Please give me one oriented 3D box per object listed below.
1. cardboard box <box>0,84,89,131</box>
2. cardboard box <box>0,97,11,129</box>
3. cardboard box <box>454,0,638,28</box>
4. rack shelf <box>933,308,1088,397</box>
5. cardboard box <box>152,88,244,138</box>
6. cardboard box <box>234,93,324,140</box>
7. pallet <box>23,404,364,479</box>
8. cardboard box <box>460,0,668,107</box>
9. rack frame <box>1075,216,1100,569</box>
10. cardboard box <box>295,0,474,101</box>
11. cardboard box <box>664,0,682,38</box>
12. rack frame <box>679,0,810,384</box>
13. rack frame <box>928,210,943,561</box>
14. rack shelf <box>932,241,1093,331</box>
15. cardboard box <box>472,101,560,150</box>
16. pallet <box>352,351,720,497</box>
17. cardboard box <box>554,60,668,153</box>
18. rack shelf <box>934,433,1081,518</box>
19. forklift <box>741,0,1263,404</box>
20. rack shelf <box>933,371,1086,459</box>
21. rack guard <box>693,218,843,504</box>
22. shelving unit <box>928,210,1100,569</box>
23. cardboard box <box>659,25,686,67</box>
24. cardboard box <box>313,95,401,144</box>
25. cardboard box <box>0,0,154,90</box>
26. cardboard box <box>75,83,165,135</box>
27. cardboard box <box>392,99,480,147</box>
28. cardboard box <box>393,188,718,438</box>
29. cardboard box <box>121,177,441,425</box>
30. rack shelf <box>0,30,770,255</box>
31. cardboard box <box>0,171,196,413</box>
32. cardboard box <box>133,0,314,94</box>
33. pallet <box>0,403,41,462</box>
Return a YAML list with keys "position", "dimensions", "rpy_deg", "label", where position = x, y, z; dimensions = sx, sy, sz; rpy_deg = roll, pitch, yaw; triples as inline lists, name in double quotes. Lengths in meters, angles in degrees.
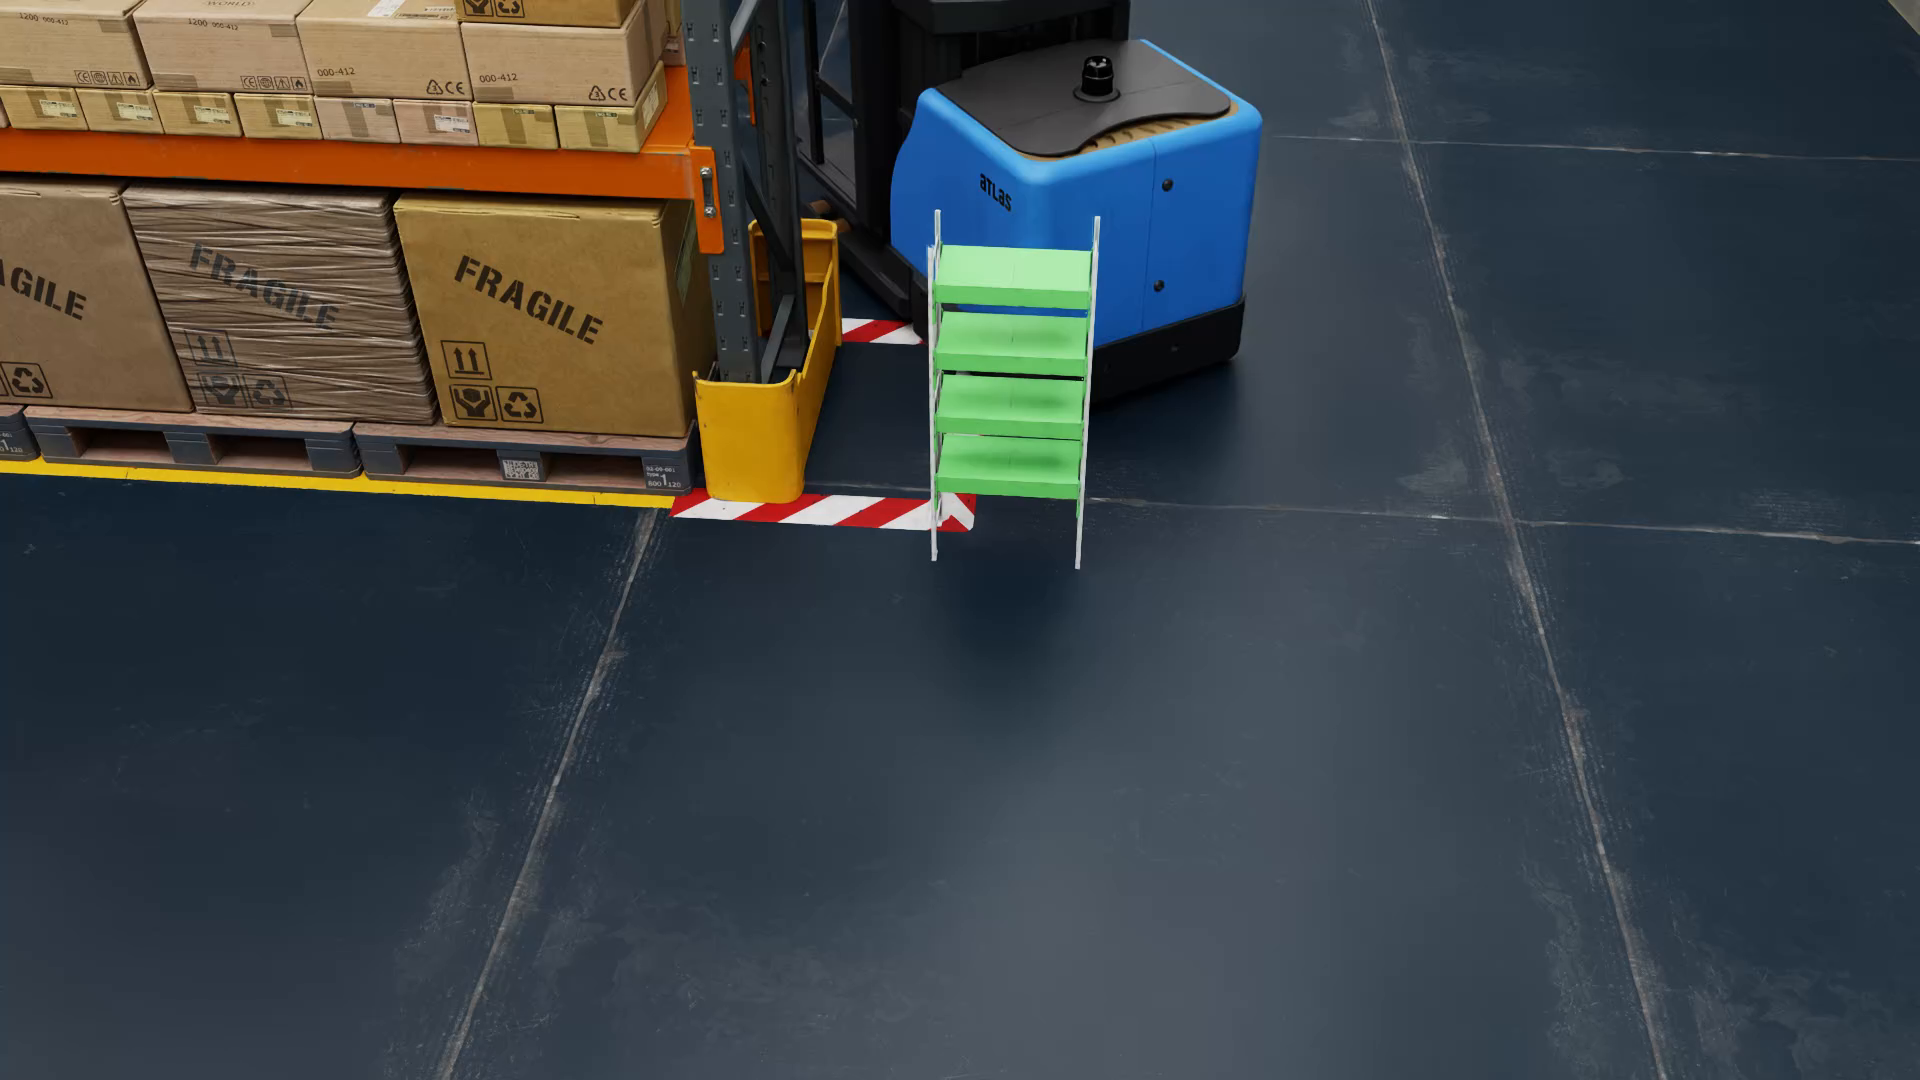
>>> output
- position: [-2.883, -1.478, 5.389]
  dimensions: [0.250, 0.149, 0.380]
  rpy_deg: [2, 39, 3]
  label: "cardboard box"
- position: [-3.144, -1.492, 5.405]
  dimensions: [0.250, 0.149, 0.380]
  rpy_deg: [4, 39, 4]
  label: "cardboard box"
- position: [-1.225, -1.876, 4.968]
  dimensions: [0.500, 0.500, 0.500]
  rpy_deg: [4, 39, 4]
  label: "cardboard box"
- position: [0.165, -0.593, 5.249]
  dimensions: [0.480, 0.148, 0.258]
  rpy_deg: [3, 39, 4]
  label: "rack shelf"
- position: [-2.376, -1.450, 5.354]
  dimensions: [0.250, 0.149, 0.380]
  rpy_deg: [3, 39, 4]
  label: "cardboard box"
- position: [-2.118, -1.436, 5.337]
  dimensions: [0.250, 0.149, 0.380]
  rpy_deg: [2, 39, 3]
  label: "cardboard box"
- position: [-2.732, -0.648, 6.378]
  dimensions: [1.213, 0.211, 1.003]
  rpy_deg: [3, 39, 4]
  label: "pallet"
- position: [-1.222, -1.583, 5.202]
  dimensions: [0.500, 0.250, 0.500]
  rpy_deg: [3, 39, 3]
  label: "cardboard box"
- position: [0.408, -0.443, 5.344]
  dimensions: [0.015, 1.200, 0.240]
  rpy_deg: [3, 39, 4]
  label: "rack frame"
- position: [-1.728, -1.611, 5.237]
  dimensions: [0.500, 0.250, 0.500]
  rpy_deg: [2, 39, 3]
  label: "cardboard box"
- position: [-1.172, -1.920, 5.616]
  dimensions: [0.500, 0.250, 0.500]
  rpy_deg: [2, 39, 3]
  label: "cardboard box"
- position: [-0.717, -1.667, 5.421]
  dimensions: [0.127, 3.000, 1.000]
  rpy_deg: [3, 39, 4]
  label: "rack frame"
- position: [-0.078, -0.470, 5.376]
  dimensions: [0.015, 1.200, 0.240]
  rpy_deg: [3, 39, 4]
  label: "rack frame"
- position: [0.165, -0.779, 5.097]
  dimensions: [0.480, 0.148, 0.258]
  rpy_deg: [3, 39, 4]
  label: "rack shelf"
- position: [-1.359, -1.395, 5.286]
  dimensions: [0.250, 0.149, 0.380]
  rpy_deg: [4, 39, 4]
  label: "cardboard box"
- position: [-1.520, -0.579, 6.295]
  dimensions: [1.213, 0.211, 1.003]
  rpy_deg: [3, 39, 4]
  label: "pallet"
- position: [-1.100, -1.382, 5.270]
  dimensions: [0.250, 0.149, 0.380]
  rpy_deg: [4, 39, 5]
  label: "cardboard box"
- position: [0.165, -0.221, 5.552]
  dimensions: [0.480, 0.148, 0.258]
  rpy_deg: [3, 39, 4]
  label: "rack shelf"
- position: [-0.052, -2.496, 6.495]
  dimensions: [1.130, 2.935, 3.031]
  rpy_deg: [-19, 43, -22]
  label: "forklift"
- position: [0.165, -0.407, 5.400]
  dimensions: [0.480, 0.148, 0.258]
  rpy_deg: [3, 39, 4]
  label: "rack shelf"
- position: [-0.693, -0.696, 6.209]
  dimensions: [0.348, 0.500, 1.175]
  rpy_deg: [3, 39, 4]
  label: "rack guard"
- position: [0.165, -0.456, 5.360]
  dimensions: [0.503, 1.200, 0.258]
  rpy_deg: [3, 39, 4]
  label: "shelving unit"
- position: [-1.042, -1.796, 5.779]
  dimensions: [0.250, 0.149, 0.380]
  rpy_deg: [4, 39, 4]
  label: "cardboard box"
- position: [-1.859, -1.423, 5.321]
  dimensions: [0.250, 0.149, 0.380]
  rpy_deg: [4, 39, 5]
  label: "cardboard box"
- position: [-2.754, -1.665, 5.302]
  dimensions: [0.500, 0.250, 0.500]
  rpy_deg: [3, 39, 4]
  label: "cardboard box"
- position: [-2.623, -1.465, 5.373]
  dimensions: [0.250, 0.149, 0.380]
  rpy_deg: [4, 39, 5]
  label: "cardboard box"
- position: [-1.610, -1.409, 5.304]
  dimensions: [0.250, 0.149, 0.380]
  rpy_deg: [3, 39, 4]
  label: "cardboard box"
- position: [-1.361, -0.990, 5.941]
  dimensions: [0.875, 0.875, 0.875]
  rpy_deg: [3, 39, 4]
  label: "cardboard box"
- position: [-2.268, -1.040, 6.001]
  dimensions: [0.875, 0.875, 0.875]
  rpy_deg: [3, 39, 4]
  label: "cardboard box"
- position: [-2.709, -1.497, 5.782]
  dimensions: [4.000, 0.370, 1.077]
  rpy_deg: [3, 39, 4]
  label: "rack shelf"
- position: [-3.154, -1.088, 6.061]
  dimensions: [0.875, 0.875, 0.875]
  rpy_deg: [3, 39, 4]
  label: "cardboard box"
- position: [-2.235, -1.639, 5.271]
  dimensions: [0.500, 0.250, 0.500]
  rpy_deg: [2, 39, 2]
  label: "cardboard box"
- position: [-3.951, -0.712, 6.458]
  dimensions: [1.213, 0.211, 1.003]
  rpy_deg: [3, 39, 4]
  label: "pallet"
